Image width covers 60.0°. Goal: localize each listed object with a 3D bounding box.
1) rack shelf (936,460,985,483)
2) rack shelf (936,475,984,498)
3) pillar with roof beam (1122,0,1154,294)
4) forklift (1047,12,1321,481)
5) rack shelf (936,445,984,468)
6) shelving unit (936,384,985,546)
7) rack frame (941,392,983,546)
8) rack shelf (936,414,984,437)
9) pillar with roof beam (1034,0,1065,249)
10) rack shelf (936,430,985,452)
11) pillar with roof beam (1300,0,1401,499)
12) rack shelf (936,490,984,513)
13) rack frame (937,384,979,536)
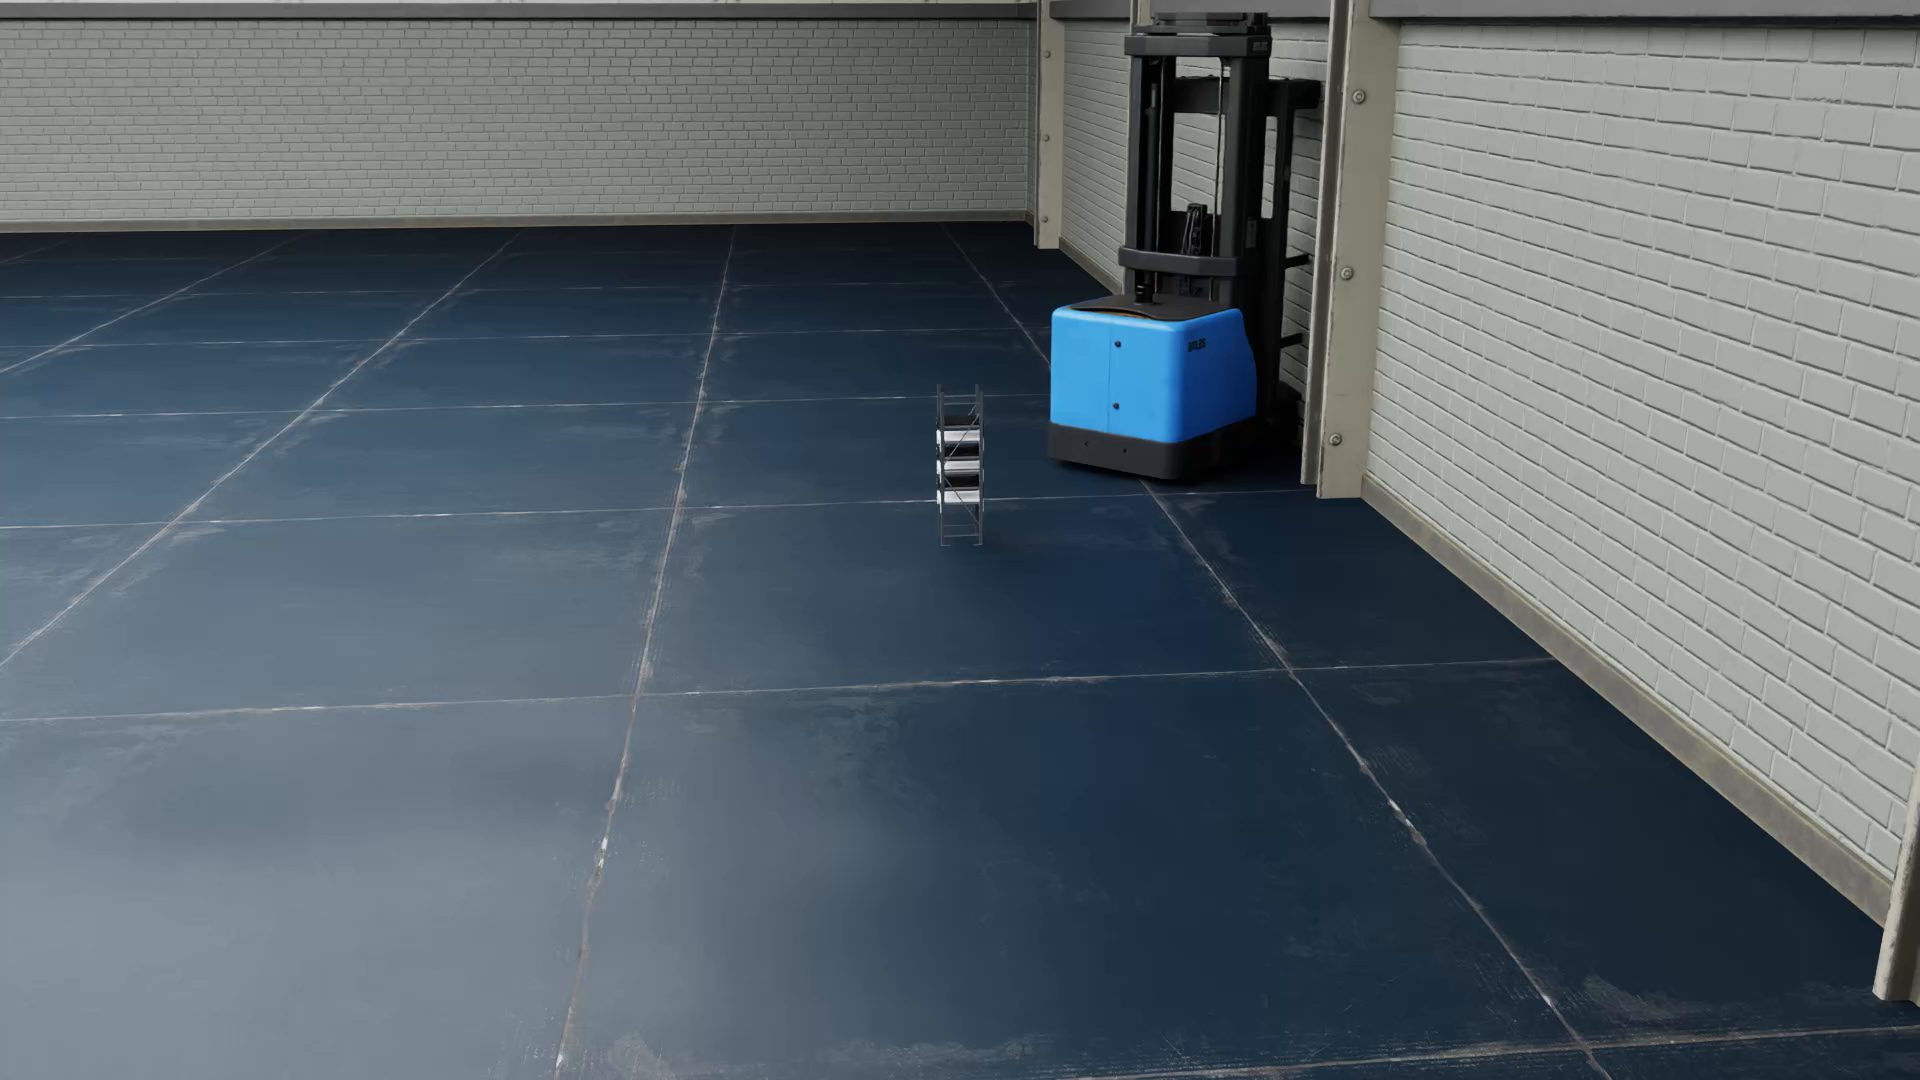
[{"bbox_3d":[0.001,-0.395,9.545,0.258,0.077,0.200,-2,18,-6],"label":"rack shelf"},{"bbox_3d":[0.001,-0.309,9.572,0.258,0.077,0.200,-2,18,-6],"label":"rack shelf"},{"bbox_3d":[-2.499,-6.274,14.639,9.100,9.000,0.400,-2,18,-6],"label":"pillar with roof beam"},{"bbox_3d":[1.899,-2.156,11.652,1.130,2.935,3.031,13,22,36],"label":"forklift"},{"bbox_3d":[0.001,-0.481,9.518,0.258,0.077,0.200,-2,18,-6],"label":"rack shelf"},{"bbox_3d":[0.001,-0.427,9.535,0.258,0.900,0.210,-2,18,-6],"label":"shelving unit"},{"bbox_3d":[0.011,-0.397,9.438,0.240,0.900,0.006,-2,18,-6],"label":"rack frame"},{"bbox_3d":[0.001,-0.653,9.464,0.258,0.077,0.200,-2,18,-6],"label":"rack shelf"},{"bbox_3d":[-3.118,-8.062,20.333,9.100,9.000,0.400,-2,18,-6],"label":"pillar with roof beam"},{"bbox_3d":[0.001,-0.567,9.491,0.258,0.077,0.200,-2,18,-6],"label":"rack shelf"},{"bbox_3d":[-1.881,-4.487,8.945,9.100,9.000,0.400,-2,18,-6],"label":"pillar with roof beam"},{"bbox_3d":[0.001,-0.223,9.598,0.258,0.077,0.200,-2,18,-6],"label":"rack shelf"},{"bbox_3d":[-0.010,-0.457,9.631,0.240,0.900,0.006,-2,18,-6],"label":"rack frame"}]
